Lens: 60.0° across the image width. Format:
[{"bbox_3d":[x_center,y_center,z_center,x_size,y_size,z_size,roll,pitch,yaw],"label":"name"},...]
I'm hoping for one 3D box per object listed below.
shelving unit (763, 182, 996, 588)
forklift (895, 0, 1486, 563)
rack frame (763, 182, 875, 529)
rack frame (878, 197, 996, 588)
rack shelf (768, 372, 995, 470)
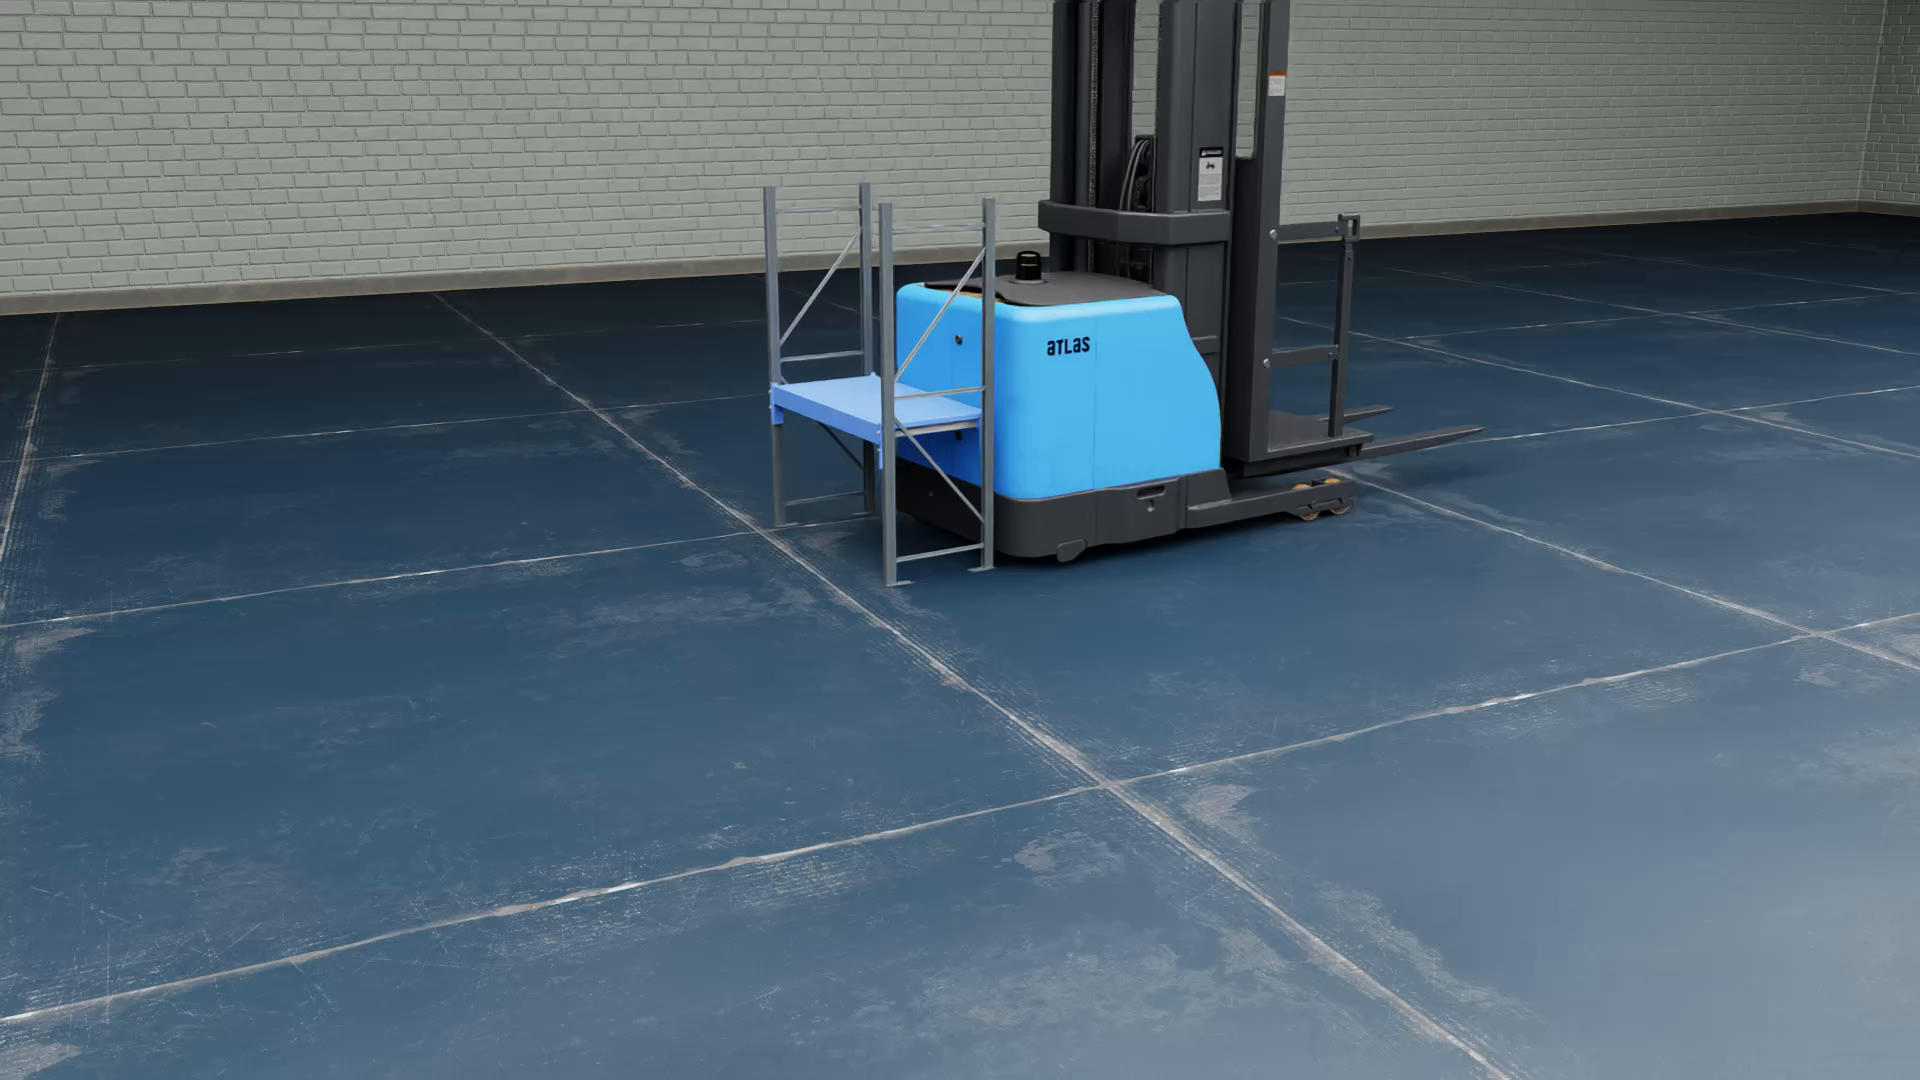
[{"bbox_3d":[-0.348,-0.689,6.933,0.538,1.500,1.048,-10,19,-30],"label":"shelving unit"},{"bbox_3d":[1.219,-1.607,7.537,3.031,2.935,1.130,-10,19,-32],"label":"forklift"},{"bbox_3d":[-0.612,-0.809,7.350,0.500,1.500,0.032,-10,19,-30],"label":"rack frame"},{"bbox_3d":[-0.083,-0.569,6.516,0.500,1.500,0.032,-10,19,-30],"label":"rack frame"},{"bbox_3d":[-0.348,-0.516,6.982,0.538,0.185,1.000,-10,19,-30],"label":"rack shelf"}]
